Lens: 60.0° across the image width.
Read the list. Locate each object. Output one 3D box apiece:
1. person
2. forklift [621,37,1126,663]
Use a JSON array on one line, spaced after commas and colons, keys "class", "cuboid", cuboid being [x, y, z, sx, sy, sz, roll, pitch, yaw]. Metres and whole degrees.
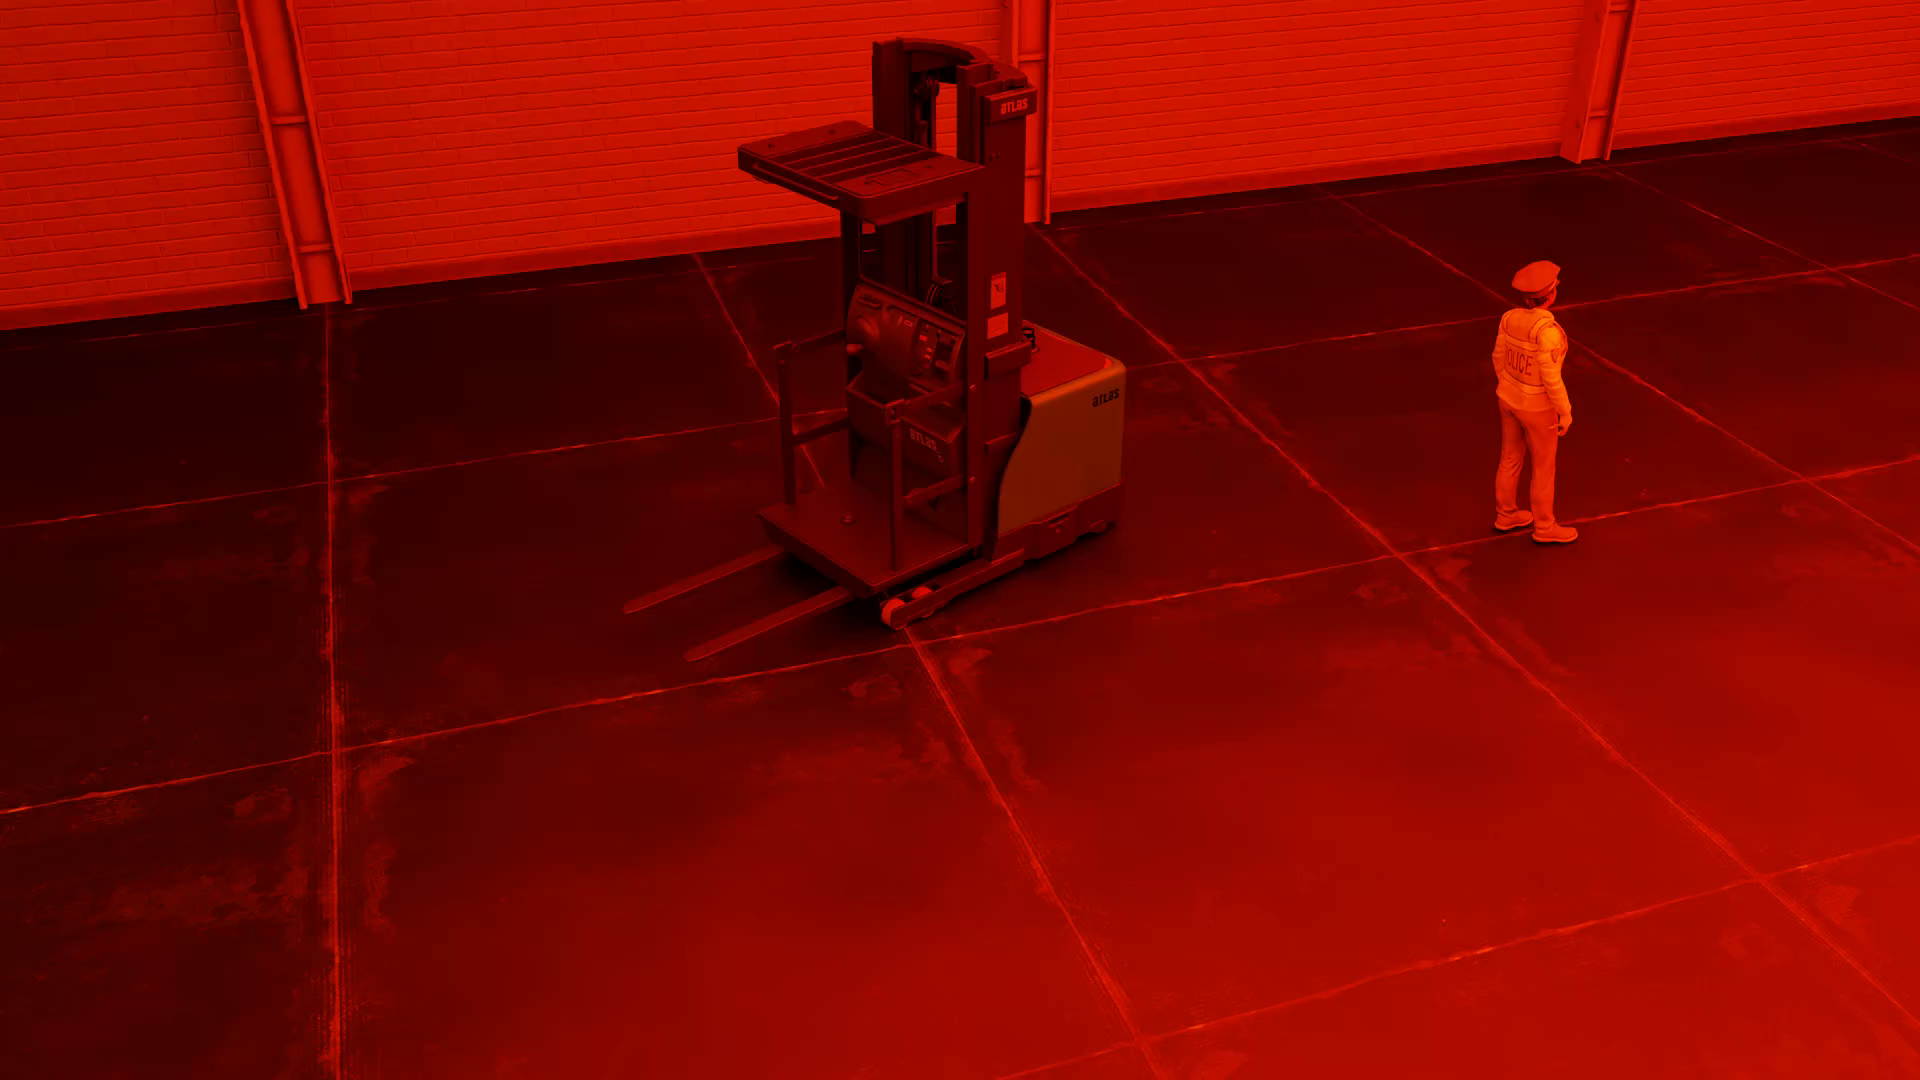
[{"class": "person", "cuboid": [3.383, -0.816, 9.730, 0.530, 1.693, 0.587, -12, 32, -20]}, {"class": "forklift", "cuboid": [-0.461, -1.072, 8.951, 3.031, 2.935, 1.130, -23, 37, -34]}]
